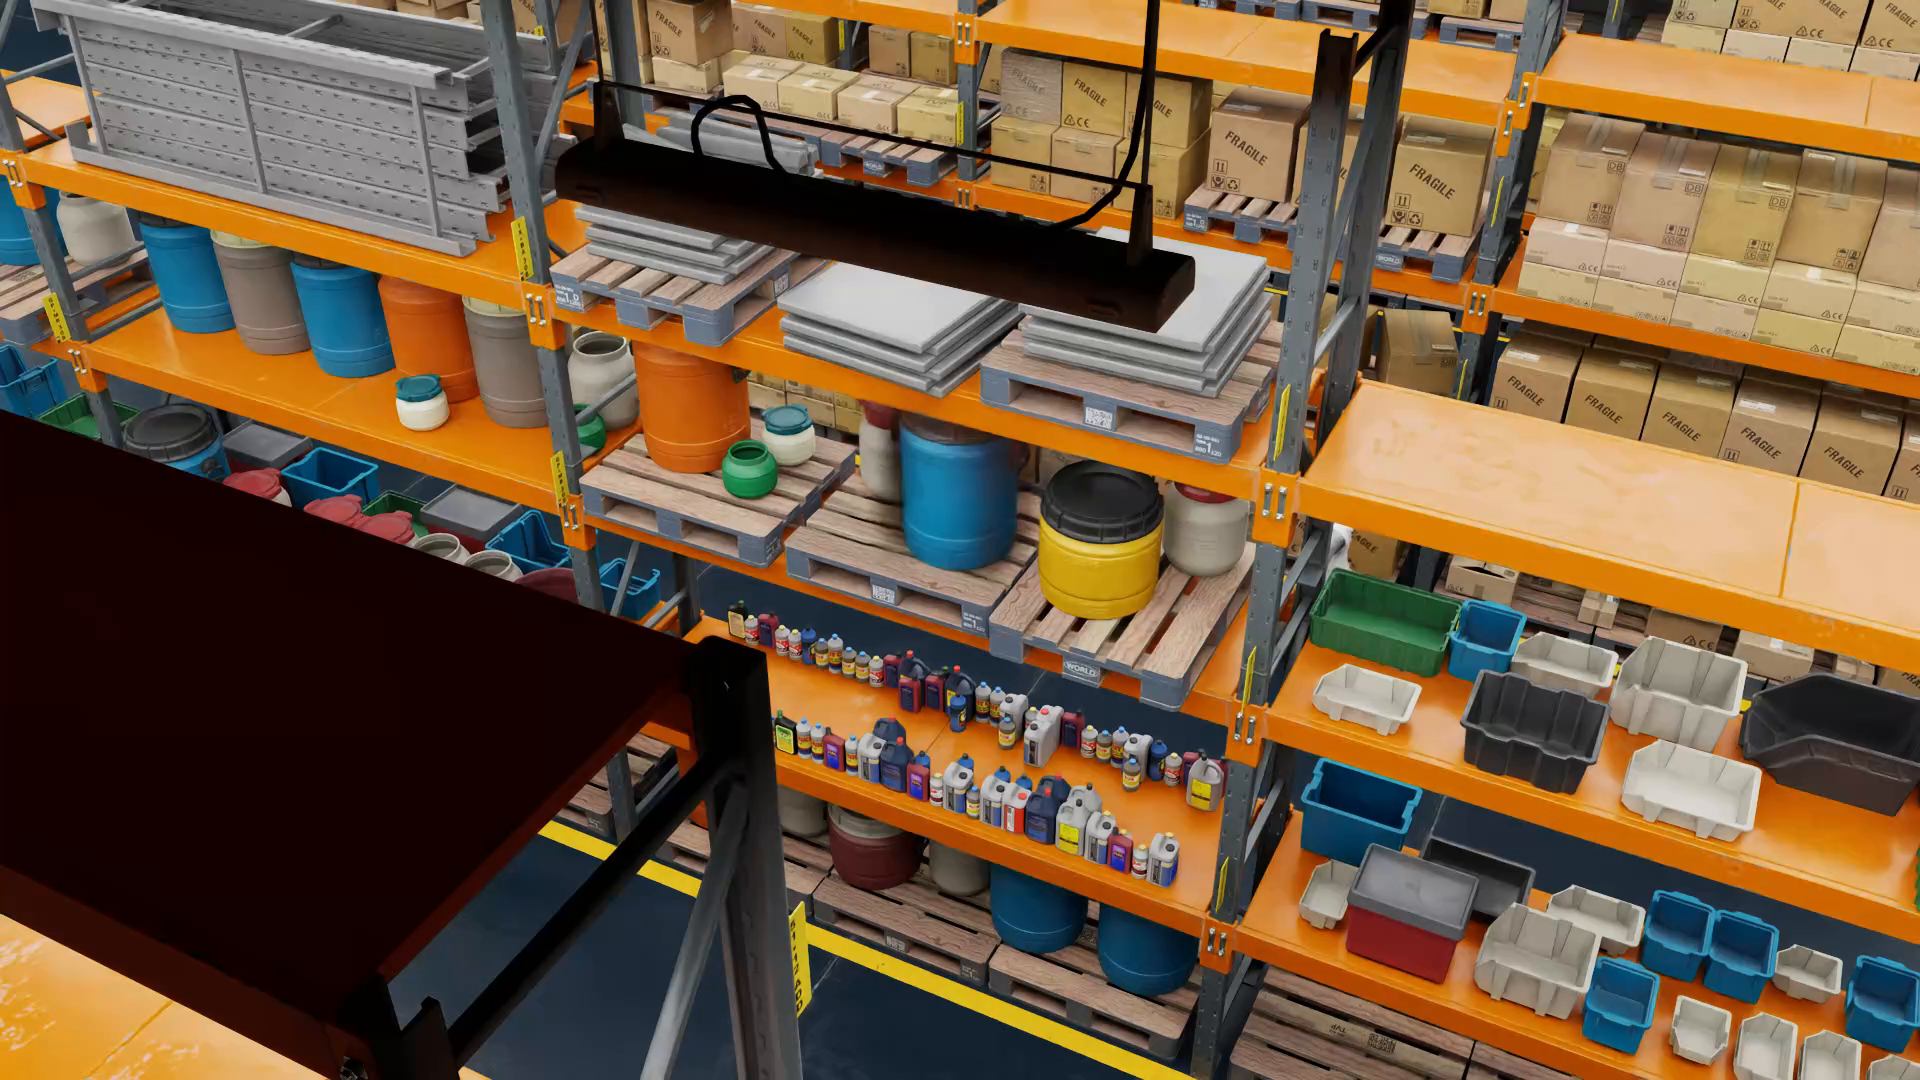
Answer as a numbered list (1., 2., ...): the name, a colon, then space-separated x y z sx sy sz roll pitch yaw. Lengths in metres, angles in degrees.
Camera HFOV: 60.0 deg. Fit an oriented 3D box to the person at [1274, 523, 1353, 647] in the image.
1. person: 2.556 0.254 11.994 1.074 1.712 0.624 17 38 22
